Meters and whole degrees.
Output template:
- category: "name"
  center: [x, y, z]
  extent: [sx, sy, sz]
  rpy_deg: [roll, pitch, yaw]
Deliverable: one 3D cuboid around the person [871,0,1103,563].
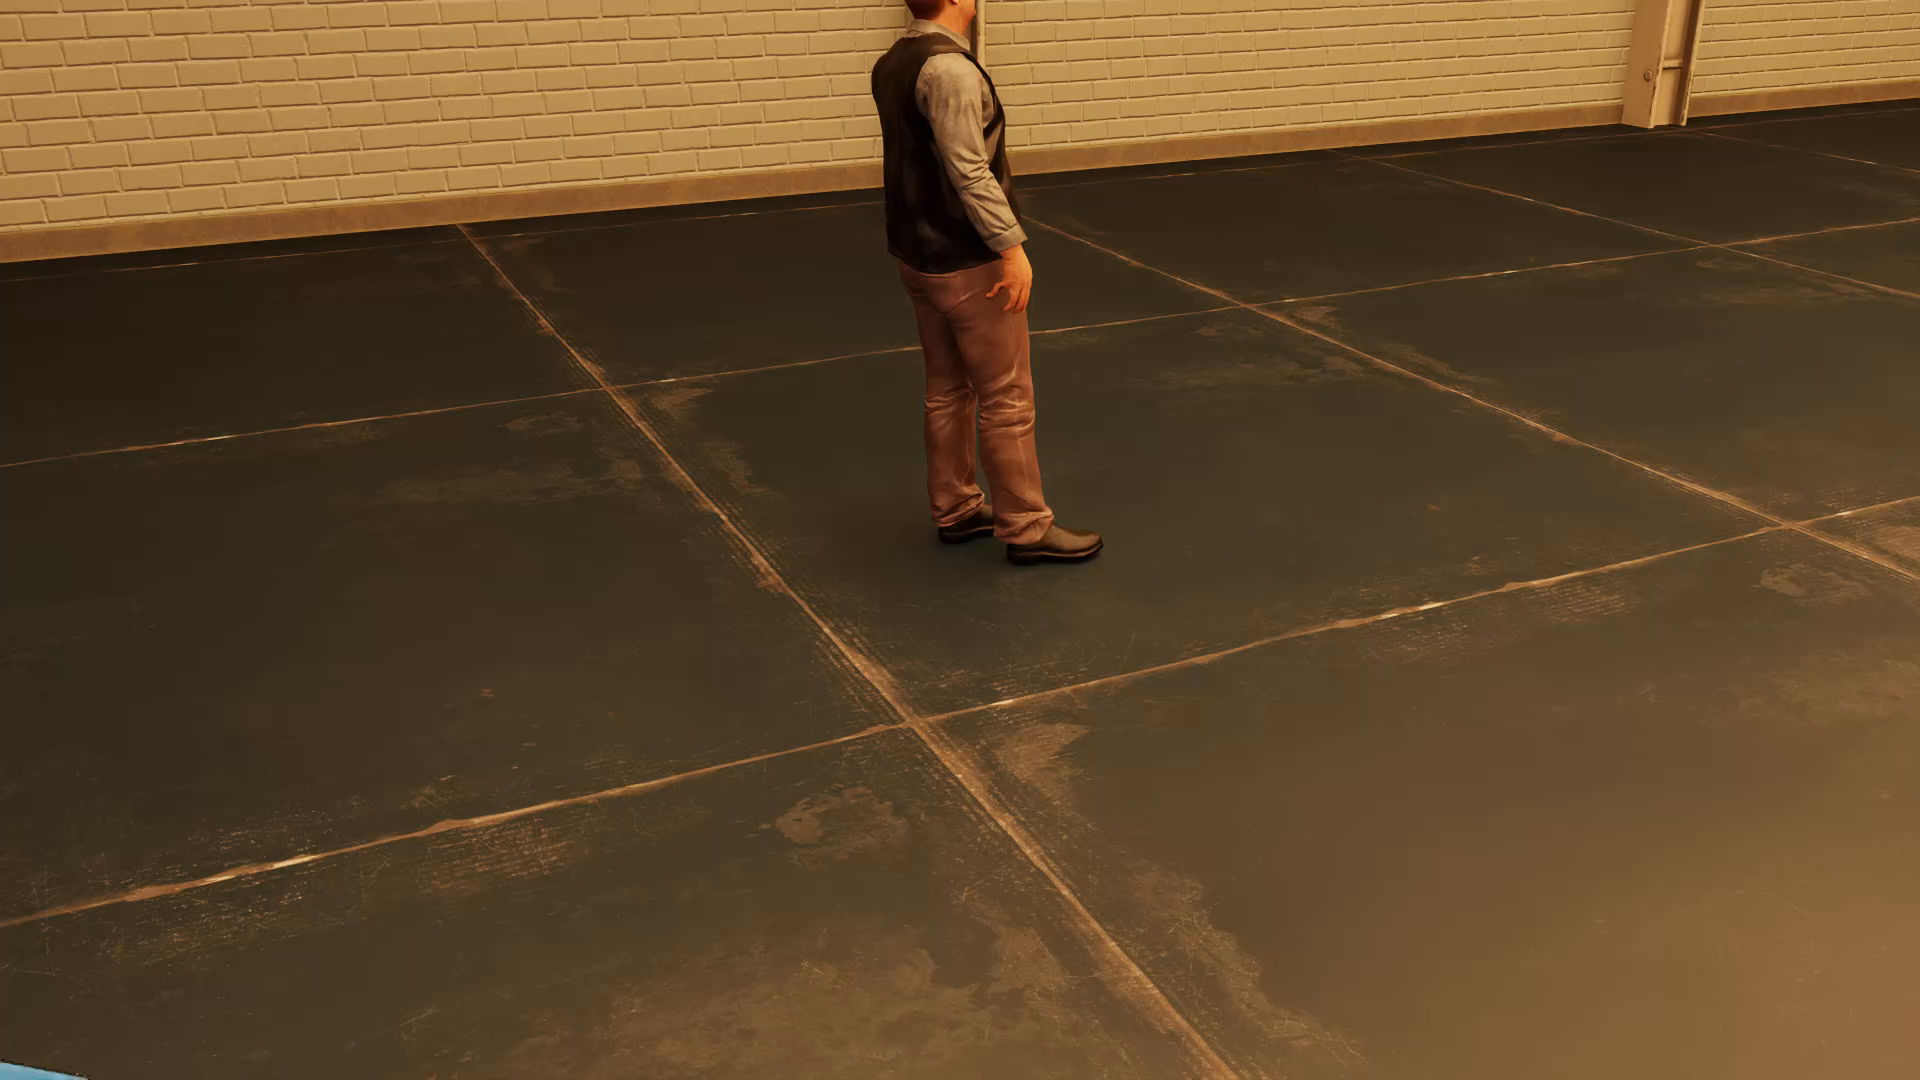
- category: "person"
  center: [0.060, -0.809, 4.792]
  extent: [0.566, 1.722, 0.633]
  rpy_deg: [-10, 25, -23]
